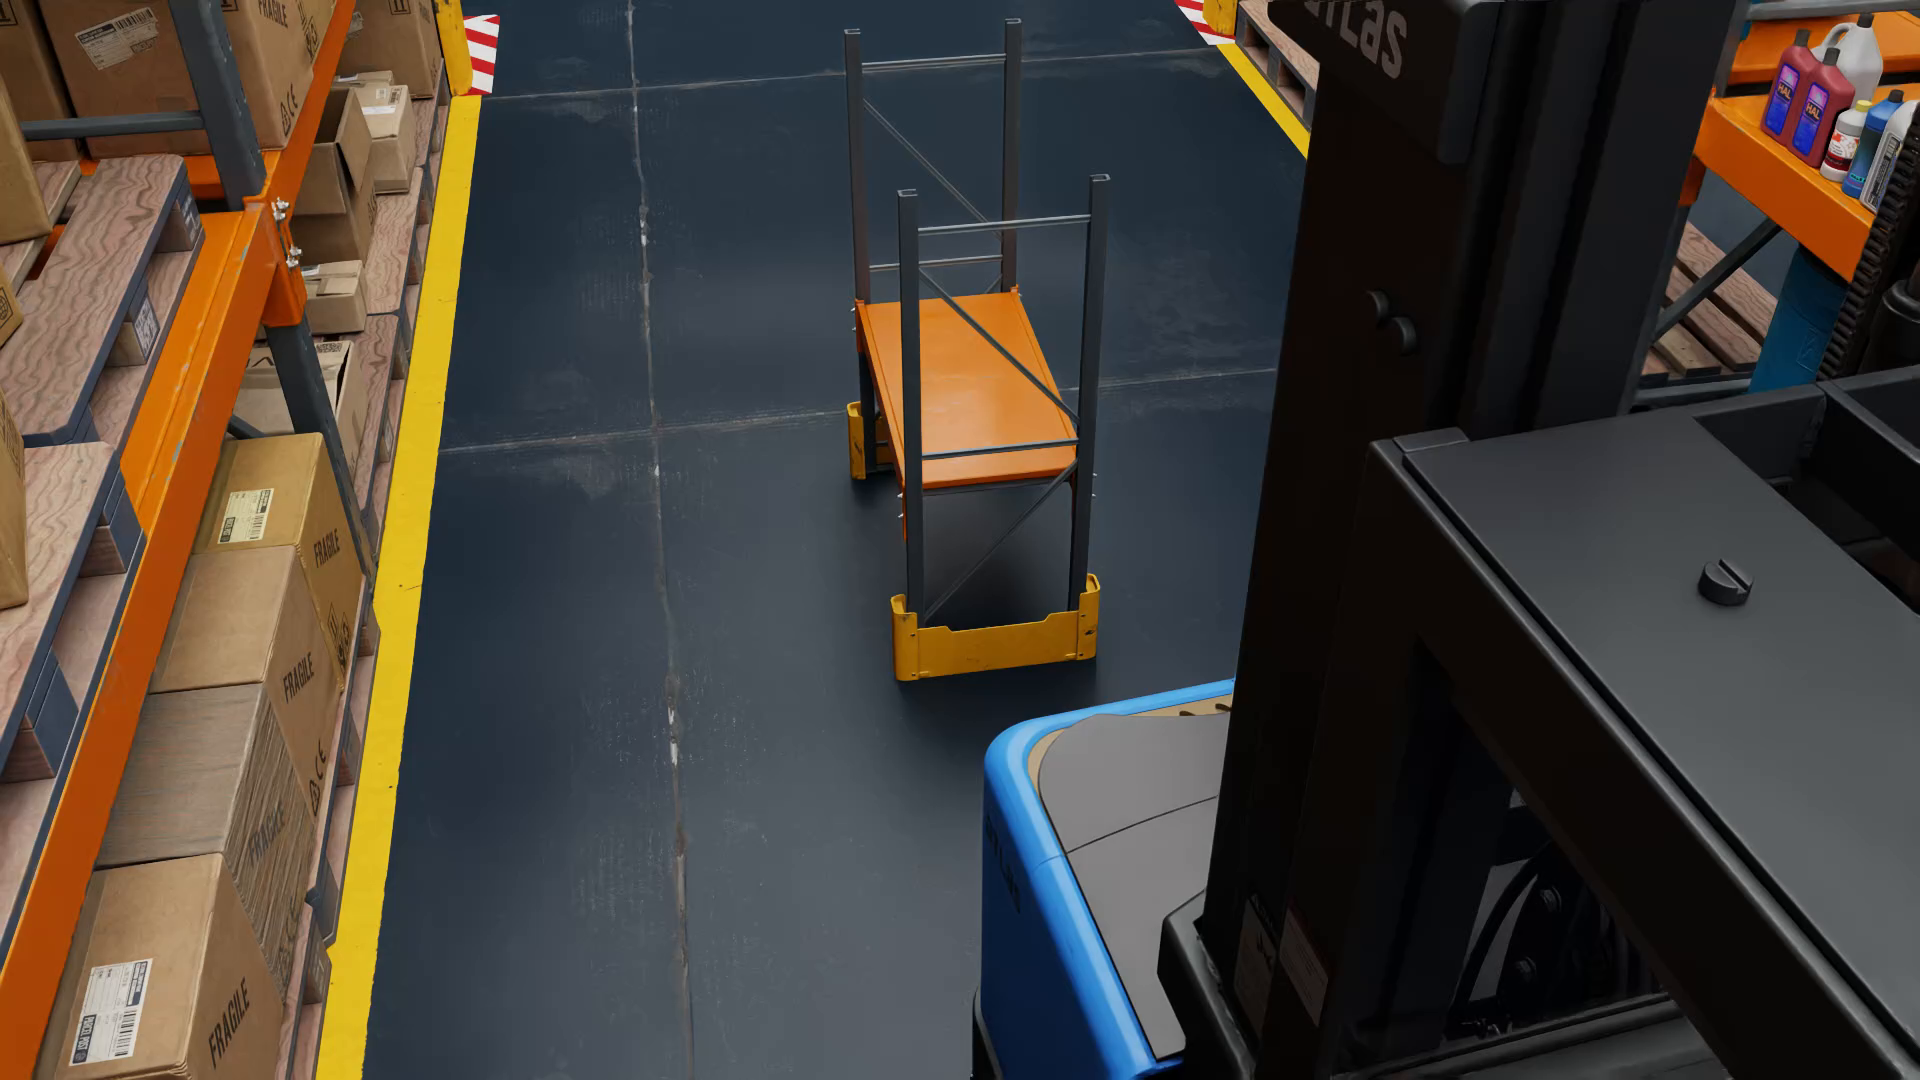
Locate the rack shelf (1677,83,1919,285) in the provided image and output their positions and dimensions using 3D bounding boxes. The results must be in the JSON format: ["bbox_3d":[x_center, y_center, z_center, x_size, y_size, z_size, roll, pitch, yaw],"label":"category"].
[{"bbox_3d":[2.950,-0.037,3.439,1.077,0.370,4.000,-6,38,-8],"label":"rack shelf"}]

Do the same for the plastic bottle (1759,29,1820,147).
[{"bbox_3d":[2.244,-1.215,4.465,0.061,0.283,0.133,-6,38,-8],"label":"plastic bottle"}]

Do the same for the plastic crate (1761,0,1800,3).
[{"bbox_3d":[2.659,-1.745,5.217,0.396,0.136,0.243,-6,38,-8],"label":"plastic crate"}]

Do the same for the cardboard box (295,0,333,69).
[{"bbox_3d":[-2.192,-1.684,4.891,0.500,0.500,0.500,-6,38,-7],"label":"cardboard box"}]

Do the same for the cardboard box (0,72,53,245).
[{"bbox_3d":[-2.415,-0.893,3.531,0.700,0.500,0.500,-19,42,-23],"label":"cardboard box"}]

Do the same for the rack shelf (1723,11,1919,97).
[{"bbox_3d":[2.249,-2.453,6.549,1.077,0.370,4.000,-6,38,-8],"label":"rack shelf"}]

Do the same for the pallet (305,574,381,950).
[{"bbox_3d":[-2.098,0.590,4.318,1.003,0.211,1.213,-6,38,-8],"label":"pallet"}]

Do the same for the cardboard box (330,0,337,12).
[{"bbox_3d":[-2.277,-1.986,5.280,0.500,0.500,0.500,-6,38,-8],"label":"cardboard box"}]

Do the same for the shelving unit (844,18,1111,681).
[{"bbox_3d":[0.013,-0.546,4.731,0.587,1.500,1.083,-6,38,-8],"label":"shelving unit"}]

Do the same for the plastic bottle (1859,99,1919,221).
[{"bbox_3d":[2.370,-0.938,4.114,0.152,0.276,0.135,-6,38,-8],"label":"plastic bottle"}]

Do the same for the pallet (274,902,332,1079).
[{"bbox_3d":[-1.881,1.329,3.368,1.003,0.211,1.213,-6,38,-8],"label":"pallet"}]

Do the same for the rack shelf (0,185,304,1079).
[{"bbox_3d":[-1.927,0.494,2.756,1.077,0.370,4.000,-6,38,-8],"label":"rack shelf"}]

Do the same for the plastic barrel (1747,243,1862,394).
[{"bbox_3d":[2.678,-0.536,4.862,0.600,0.901,0.708,-6,38,-8],"label":"plastic barrel"}]

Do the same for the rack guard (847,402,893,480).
[{"bbox_3d":[-0.074,-0.353,5.501,0.587,0.250,0.087,-6,38,-8],"label":"rack guard"}]

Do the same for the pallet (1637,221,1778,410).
[{"bbox_3d":[2.432,-0.868,6.195,1.003,0.211,1.213,-6,38,-8],"label":"pallet"}]

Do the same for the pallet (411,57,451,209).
[{"bbox_3d":[-2.825,-1.786,7.377,1.003,0.211,1.213,-6,38,-8],"label":"pallet"}]

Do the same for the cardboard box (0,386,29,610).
[{"bbox_3d":[-1.907,-0.143,2.565,0.700,0.500,0.500,-16,41,-19],"label":"cardboard box"}]

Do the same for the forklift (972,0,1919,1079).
[{"bbox_3d":[0.922,0.823,1.802,1.130,2.935,3.031,-10,39,-13],"label":"forklift"}]

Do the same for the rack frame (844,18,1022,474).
[{"bbox_3d":[-0.074,-0.848,5.119,0.500,1.500,0.032,-6,38,-8],"label":"rack frame"}]

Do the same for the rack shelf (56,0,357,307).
[{"bbox_3d":[-2.628,-1.922,5.866,1.077,0.370,4.000,-6,38,-8],"label":"rack shelf"}]

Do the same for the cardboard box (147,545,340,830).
[{"bbox_3d":[-1.831,0.382,3.992,0.500,0.500,0.500,-6,38,-8],"label":"cardboard box"}]

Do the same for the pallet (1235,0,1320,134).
[{"bbox_3d":[2.005,-2.341,8.092,1.003,0.211,1.213,-6,38,-8],"label":"pallet"}]

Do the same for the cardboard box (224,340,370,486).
[{"bbox_3d":[-2.138,-0.387,5.136,0.500,0.311,0.500,-6,38,-8],"label":"cardboard box"}]

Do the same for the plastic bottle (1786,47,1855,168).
[{"bbox_3d":[2.267,-1.135,4.361,0.061,0.283,0.133,-6,38,-8],"label":"plastic bottle"}]

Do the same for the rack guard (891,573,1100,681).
[{"bbox_3d":[0.101,0.248,4.727,0.587,0.250,0.087,-6,38,-8],"label":"rack guard"}]

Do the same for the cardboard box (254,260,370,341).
[{"bbox_3d":[-2.300,-0.851,5.852,0.380,0.166,0.250,-6,38,-8],"label":"cardboard box"}]

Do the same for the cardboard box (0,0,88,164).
[{"bbox_3d":[-2.618,-1.312,4.412,0.500,0.500,0.500,-6,38,-7],"label":"cardboard box"}]

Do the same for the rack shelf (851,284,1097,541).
[{"bbox_3d":[0.015,-0.399,4.834,0.538,0.185,1.000,-6,38,-8],"label":"rack shelf"}]

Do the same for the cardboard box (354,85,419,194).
[{"bbox_3d":[-2.504,-1.623,6.777,0.500,0.250,0.500,-6,38,-8],"label":"cardboard box"}]

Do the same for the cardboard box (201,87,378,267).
[{"bbox_3d":[-2.612,-1.320,6.181,0.797,0.503,0.637,-6,38,-8],"label":"cardboard box"}]

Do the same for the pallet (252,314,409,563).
[{"bbox_3d":[-2.397,-0.312,5.480,1.003,0.211,1.213,-6,38,-8],"label":"pallet"}]

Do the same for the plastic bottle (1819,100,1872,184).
[{"bbox_3d":[2.305,-1.035,4.299,0.097,0.201,0.097,0,38,0],"label":"plastic bottle"}]

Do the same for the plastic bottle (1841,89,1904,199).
[{"bbox_3d":[2.322,-1.004,4.202,0.097,0.271,0.097,0,38,0],"label":"plastic bottle"}]

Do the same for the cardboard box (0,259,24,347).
[{"bbox_3d":[-2.232,-0.485,3.005,0.700,0.500,0.500,-1,38,-1],"label":"cardboard box"}]

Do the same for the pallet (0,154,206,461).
[{"bbox_3d":[-2.245,-0.428,3.513,1.003,0.211,1.213,-6,38,-8],"label":"pallet"}]

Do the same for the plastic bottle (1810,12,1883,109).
[{"bbox_3d":[2.349,-1.237,4.438,0.144,0.351,0.185,-6,38,-8],"label":"plastic bottle"}]

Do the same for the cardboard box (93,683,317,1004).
[{"bbox_3d":[-1.743,0.685,3.603,0.500,0.500,0.500,-6,38,-7],"label":"cardboard box"}]

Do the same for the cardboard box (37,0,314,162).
[{"bbox_3d":[-2.099,-1.375,4.493,0.500,0.500,0.500,-5,38,-7],"label":"cardboard box"}]

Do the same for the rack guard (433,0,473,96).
[{"bbox_3d":[-2.966,-2.381,7.908,1.175,0.500,0.348,-6,38,-8],"label":"rack guard"}]

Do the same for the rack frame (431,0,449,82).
[{"bbox_3d":[-2.979,-3.414,7.200,1.000,3.000,0.127,-6,38,-8],"label":"rack frame"}]

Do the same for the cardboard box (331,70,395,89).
[{"bbox_3d":[-2.659,-1.913,7.218,0.380,0.166,0.250,-6,38,-8],"label":"cardboard box"}]

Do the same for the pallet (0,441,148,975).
[{"bbox_3d":[-1.922,0.319,2.550,1.003,0.211,1.213,-6,38,-8],"label":"pallet"}]

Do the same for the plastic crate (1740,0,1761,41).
[{"bbox_3d":[2.182,-1.791,5.075,0.392,0.384,0.575,-6,38,-8],"label":"plastic crate"}]

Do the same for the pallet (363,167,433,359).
[{"bbox_3d":[-2.615,-1.050,6.430,1.003,0.211,1.213,-6,38,-8],"label":"pallet"}]

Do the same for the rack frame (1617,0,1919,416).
[{"bbox_3d":[2.599,-1.529,4.773,1.000,3.000,0.127,-6,38,-8],"label":"rack frame"}]

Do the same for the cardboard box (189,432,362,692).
[{"bbox_3d":[-1.909,0.082,4.378,0.500,0.500,0.500,-6,38,-8],"label":"cardboard box"}]

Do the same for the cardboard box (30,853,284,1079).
[{"bbox_3d":[-1.652,0.992,3.207,0.500,0.500,0.500,-7,38,-9],"label":"cardboard box"}]

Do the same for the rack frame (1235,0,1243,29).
[{"bbox_3d":[1.898,-3.945,7.883,1.000,3.000,0.127,-6,38,-8],"label":"rack frame"}]

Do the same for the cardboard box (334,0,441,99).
[{"bbox_3d":[-2.641,-2.299,7.443,0.500,0.500,0.500,-6,38,-8],"label":"cardboard box"}]

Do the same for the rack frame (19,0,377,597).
[{"bbox_3d":[-2.278,-0.998,4.090,1.000,3.000,0.127,-6,38,-8],"label":"rack frame"}]

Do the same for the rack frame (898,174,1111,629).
[{"bbox_3d":[0.104,-0.234,4.328,0.500,1.500,0.032,-6,38,-8],"label":"rack frame"}]

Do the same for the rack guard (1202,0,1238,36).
[{"bbox_3d":[1.881,-2.971,8.666,1.175,0.500,0.348,-6,38,-8],"label":"rack guard"}]
